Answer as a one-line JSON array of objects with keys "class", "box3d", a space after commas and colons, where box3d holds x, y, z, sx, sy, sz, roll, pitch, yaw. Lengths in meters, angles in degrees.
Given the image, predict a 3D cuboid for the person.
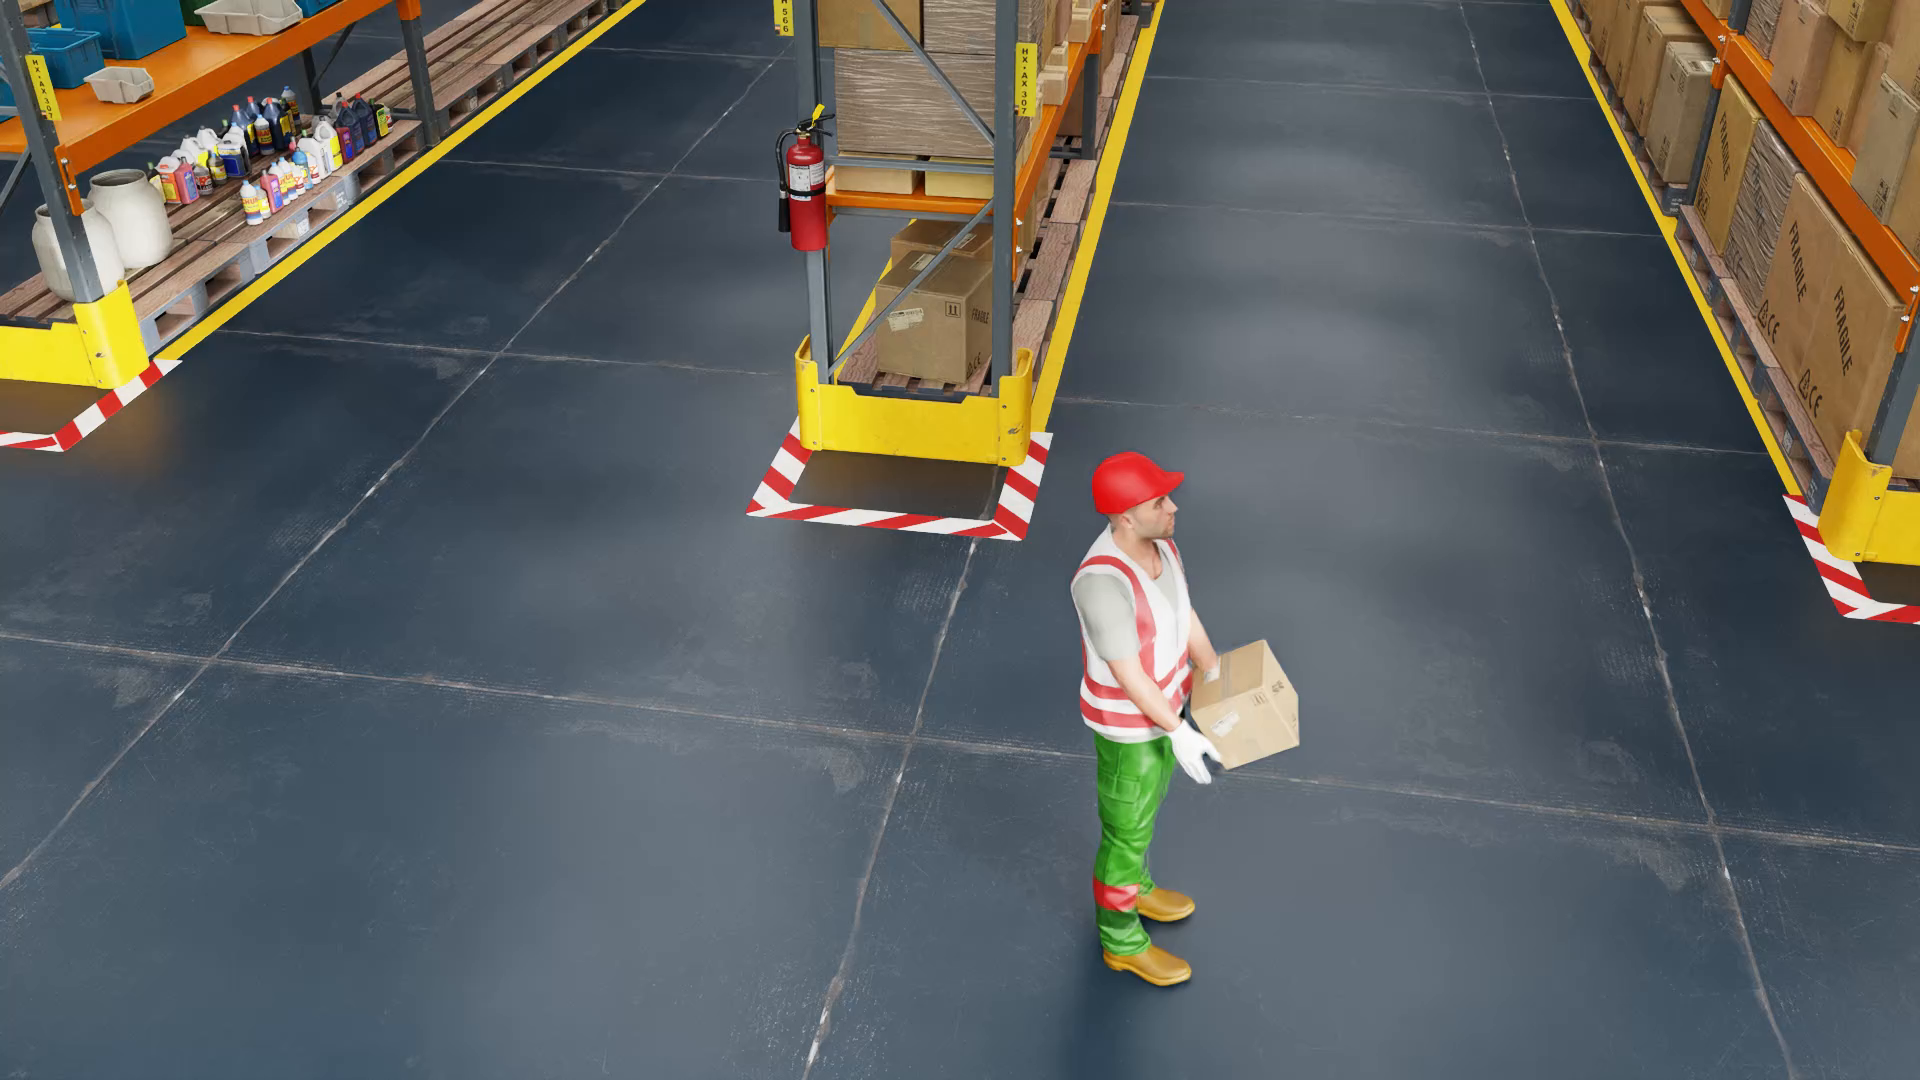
[{"class": "person", "box3d": [0.625, 0.552, 5.227, 0.526, 1.793, 0.514, 15, 35, 23]}]
